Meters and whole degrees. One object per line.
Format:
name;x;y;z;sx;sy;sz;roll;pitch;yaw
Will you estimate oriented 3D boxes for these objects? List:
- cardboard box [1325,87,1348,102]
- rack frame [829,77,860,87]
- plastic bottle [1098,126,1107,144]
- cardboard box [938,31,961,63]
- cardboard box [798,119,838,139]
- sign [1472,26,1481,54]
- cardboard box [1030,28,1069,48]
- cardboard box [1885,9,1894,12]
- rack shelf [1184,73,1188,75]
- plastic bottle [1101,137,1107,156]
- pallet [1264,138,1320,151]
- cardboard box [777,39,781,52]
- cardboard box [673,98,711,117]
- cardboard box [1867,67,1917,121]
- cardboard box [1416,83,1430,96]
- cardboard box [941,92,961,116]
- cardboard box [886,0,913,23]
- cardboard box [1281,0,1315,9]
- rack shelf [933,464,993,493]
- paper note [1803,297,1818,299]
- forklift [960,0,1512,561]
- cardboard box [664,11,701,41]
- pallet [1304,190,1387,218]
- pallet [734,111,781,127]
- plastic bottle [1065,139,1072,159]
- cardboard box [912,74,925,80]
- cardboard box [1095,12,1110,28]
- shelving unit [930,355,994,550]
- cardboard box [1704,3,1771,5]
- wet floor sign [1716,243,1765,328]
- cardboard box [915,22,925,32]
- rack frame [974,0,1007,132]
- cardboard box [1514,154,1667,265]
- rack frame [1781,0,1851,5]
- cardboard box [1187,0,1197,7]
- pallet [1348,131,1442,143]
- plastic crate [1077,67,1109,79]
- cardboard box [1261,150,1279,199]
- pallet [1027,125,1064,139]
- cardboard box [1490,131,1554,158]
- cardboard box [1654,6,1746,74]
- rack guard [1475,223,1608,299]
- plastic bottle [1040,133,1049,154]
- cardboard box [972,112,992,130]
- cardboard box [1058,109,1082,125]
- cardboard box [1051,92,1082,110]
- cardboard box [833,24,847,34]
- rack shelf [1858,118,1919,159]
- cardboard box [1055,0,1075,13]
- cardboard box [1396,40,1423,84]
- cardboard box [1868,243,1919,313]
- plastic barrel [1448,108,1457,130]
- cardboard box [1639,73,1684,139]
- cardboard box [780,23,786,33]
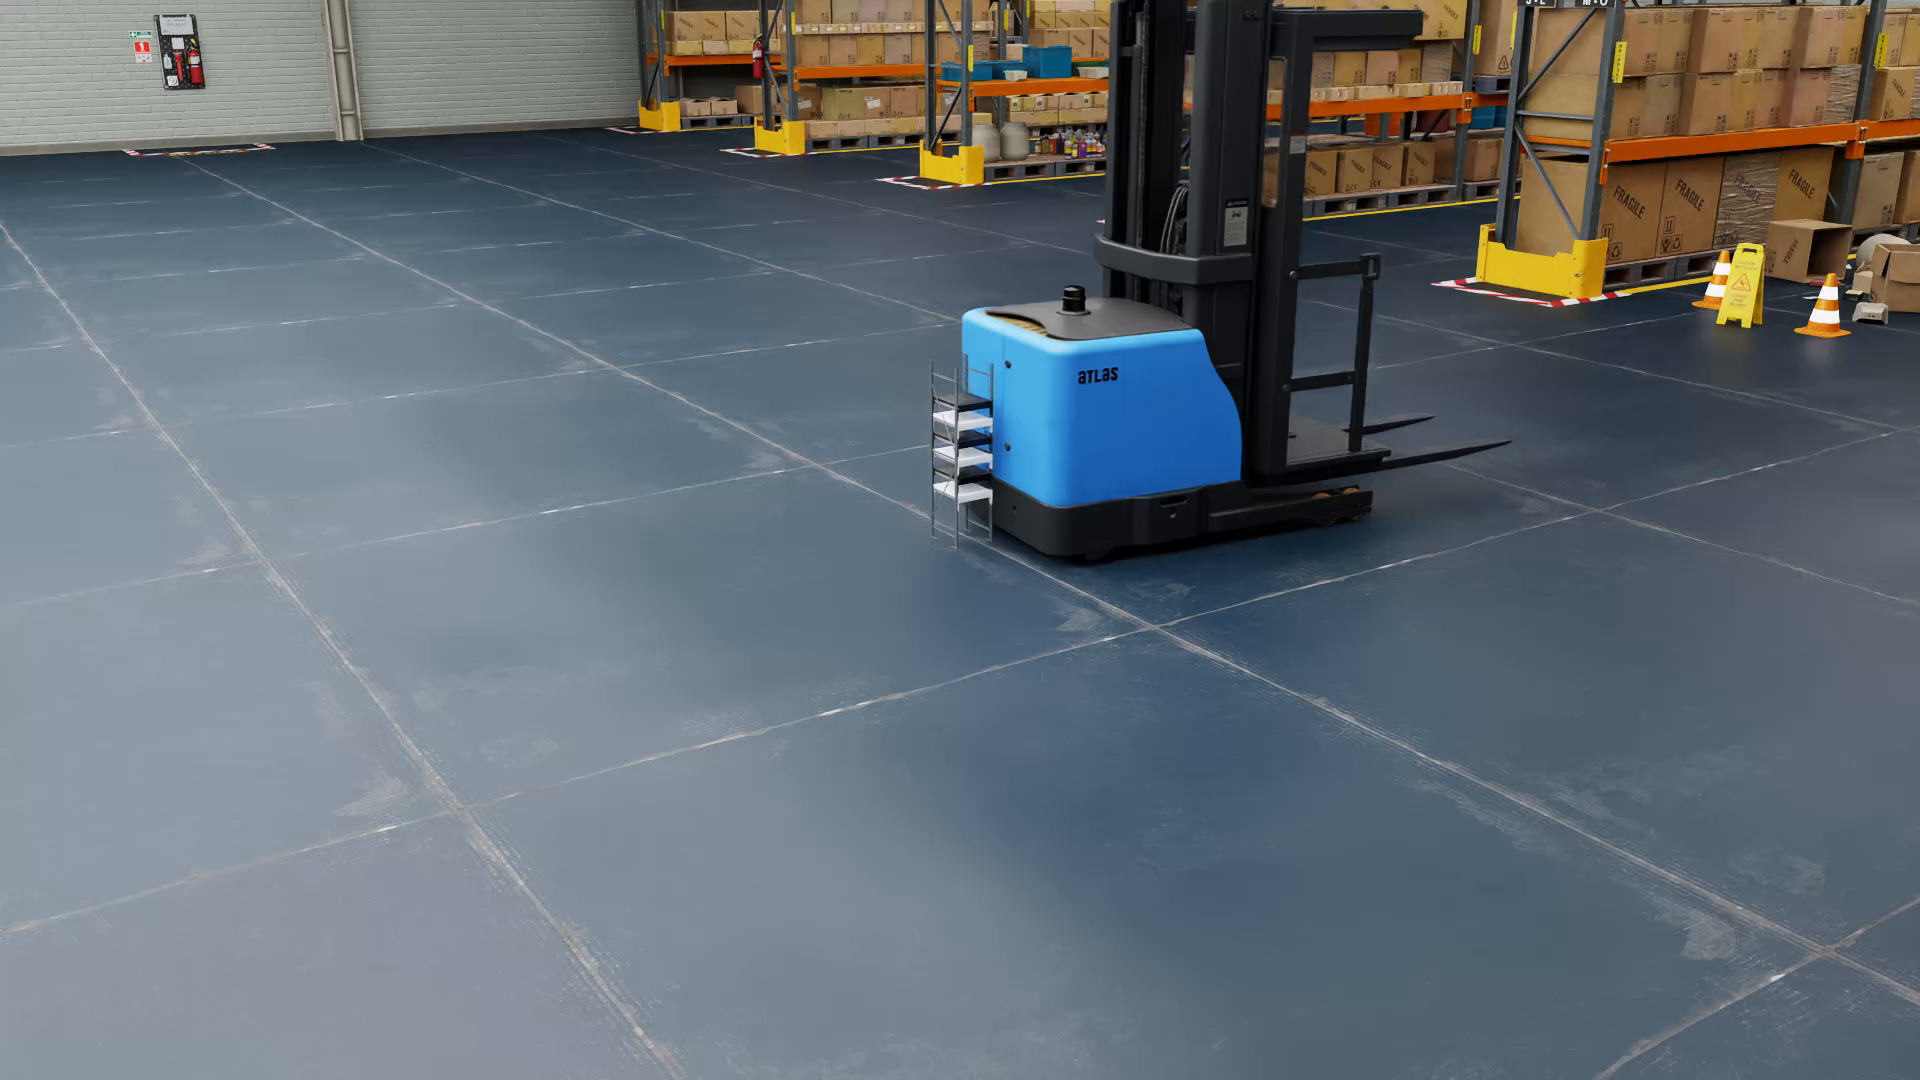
cardboard box;4.241;-5.146;19.175;0.250;0.149;0.380;-12;22;-31
rack frame;-2.266;-9.720;32.311;0.127;3.000;1.000;-12;22;-31
plastic bottle;2.123;-5.959;24.636;0.185;0.351;0.144;-13;23;-34
cardboard box;-0.343;-8.268;27.862;0.500;0.500;0.700;-12;22;-32
cardboard box;-2.309;-6.622;26.786;0.500;0.250;0.500;-12;22;-31
sign;6.212;-6.011;19.990;0.005;0.325;0.100;-12;22;-31
cardboard box;1.552;-8.666;29.040;0.500;0.500;0.500;-10;21;-28
cardboard box;13.544;-7.680;24.876;0.500;0.500;0.500;-12;22;-31
rack shelf;4.853;-7.081;25.630;4.000;0.370;1.077;-12;22;-31
plastic bottle;2.067;-5.631;23.790;0.097;0.271;0.097;0;19;0
pallet;4.837;-6.114;25.999;1.213;0.211;1.003;-12;22;-31
cardboard box;-3.327;-9.315;31.318;0.500;0.250;0.500;-12;22;-32
cardboard box;-4.979;-8.048;30.877;0.500;0.311;0.500;-15;24;-37
cardboard box;9.137;-4.468;16.622;0.500;0.500;0.500;-12;22;-31
cardboard box;5.433;-5.440;20.044;0.250;0.149;0.380;-12;22;-31
cardboard box;-0.230;-7.422;27.981;0.500;0.500;0.500;-12;22;-31
cardboard box;-1.163;-8.712;27.149;0.500;0.500;0.700;-12;22;-31
cardboard box;3.597;-5.812;18.572;0.500;0.500;0.500;-12;22;-31
rack shelf;0.007;-0.311;8.144;0.200;0.077;0.258;-12;22;-31
paper note;7.418;-2.103;14.421;0.142;0.017;0.144;-4;19;-13
forklift;1.546;-1.601;8.403;3.031;2.935;1.130;-9;21;-25
cardboard box;-5.043;-9.312;30.139;0.500;0.500;0.500;-12;22;-31
pallet;4.345;-4.080;19.983;1.213;0.211;1.003;-12;22;-31
pallet;-3.827;-8.055;31.740;1.213;0.211;1.003;-12;22;-31
plastic bottle;1.528;-5.517;23.453;0.097;0.271;0.097;0;19;0
cardboard box;-0.862;-9.404;33.424;0.500;0.250;0.500;-13;22;-33
cardboard box;2.909;-10.910;35.180;0.500;0.500;0.500;-11;22;-30
shelving unit;0.007;-0.428;8.105;0.210;0.900;0.258;-12;22;-31
cardboard box;10.969;-7.330;23.522;0.637;0.503;0.797;-11;22;-30
wet floor sign;6.274;-2.046;13.289;0.232;0.644;0.267;-17;25;-41
cardboard box;-0.709;-8.421;27.302;0.250;0.149;0.380;-11;22;-30
rack frame;0.462;-8.395;28.394;0.127;3.000;1.000;-12;22;-31
cardboard box;5.740;-3.025;15.172;0.875;0.875;0.875;-12;22;-31
rack frame;12.588;-7.154;24.722;0.127;3.000;1.000;-12;22;-31
cardboard box;2.889;-5.865;18.728;0.500;0.500;0.500;-12;22;-31
pallet;7.159;-6.603;27.447;1.213;0.211;1.003;-12;22;-31
plastic crate;1.966;-6.591;23.469;0.437;0.136;0.530;-12;22;-31
cardboard box;3.577;-4.275;19.454;0.500;0.500;0.500;-6;20;-17
pallet;1.055;-7.215;29.255;1.213;0.211;1.003;-12;22;-31
cardboard box;7.307;-5.049;21.712;0.500;0.500;0.700;-14;23;-36
cardboard box;6.492;-4.517;15.003;0.550;0.550;0.875;-12;22;-31
rack guard;5.189;-2.507;14.881;0.348;0.500;1.175;-12;22;-31
plastic bottle;1.222;-5.753;24.132;0.133;0.283;0.061;-11;22;-30
cardboard box;0.194;-7.151;28.352;0.500;0.250;0.500;-12;22;-31
cardboard box;1.793;-7.478;29.318;0.500;0.250;0.500;-13;22;-33
cardboard box;1.796;-7.742;29.223;0.500;0.311;0.500;-13;22;-33
cardboard box;-2.005;-8.148;26.493;0.250;0.149;0.380;-12;22;-31
rack shelf;10.221;-4.412;17.734;4.000;0.370;1.077;-12;22;-31
cardboard box;2.044;-11.083;34.521;0.500;0.250;0.500;-12;22;-32
cardboard box;5.060;-5.792;20.072;0.500;0.500;0.875;-12;22;-31
cardboard box;8.091;-2.194;13.947;0.797;0.503;0.637;5;19;16
plastic barrel;8.288;-7.208;28.110;0.421;0.512;0.421;0;19;0
cardboard box;5.942;-3.947;15.002;0.550;0.550;0.875;-12;22;-31
cardboard box;-2.665;-8.164;26.540;0.250;0.149;0.380;-12;22;-32
